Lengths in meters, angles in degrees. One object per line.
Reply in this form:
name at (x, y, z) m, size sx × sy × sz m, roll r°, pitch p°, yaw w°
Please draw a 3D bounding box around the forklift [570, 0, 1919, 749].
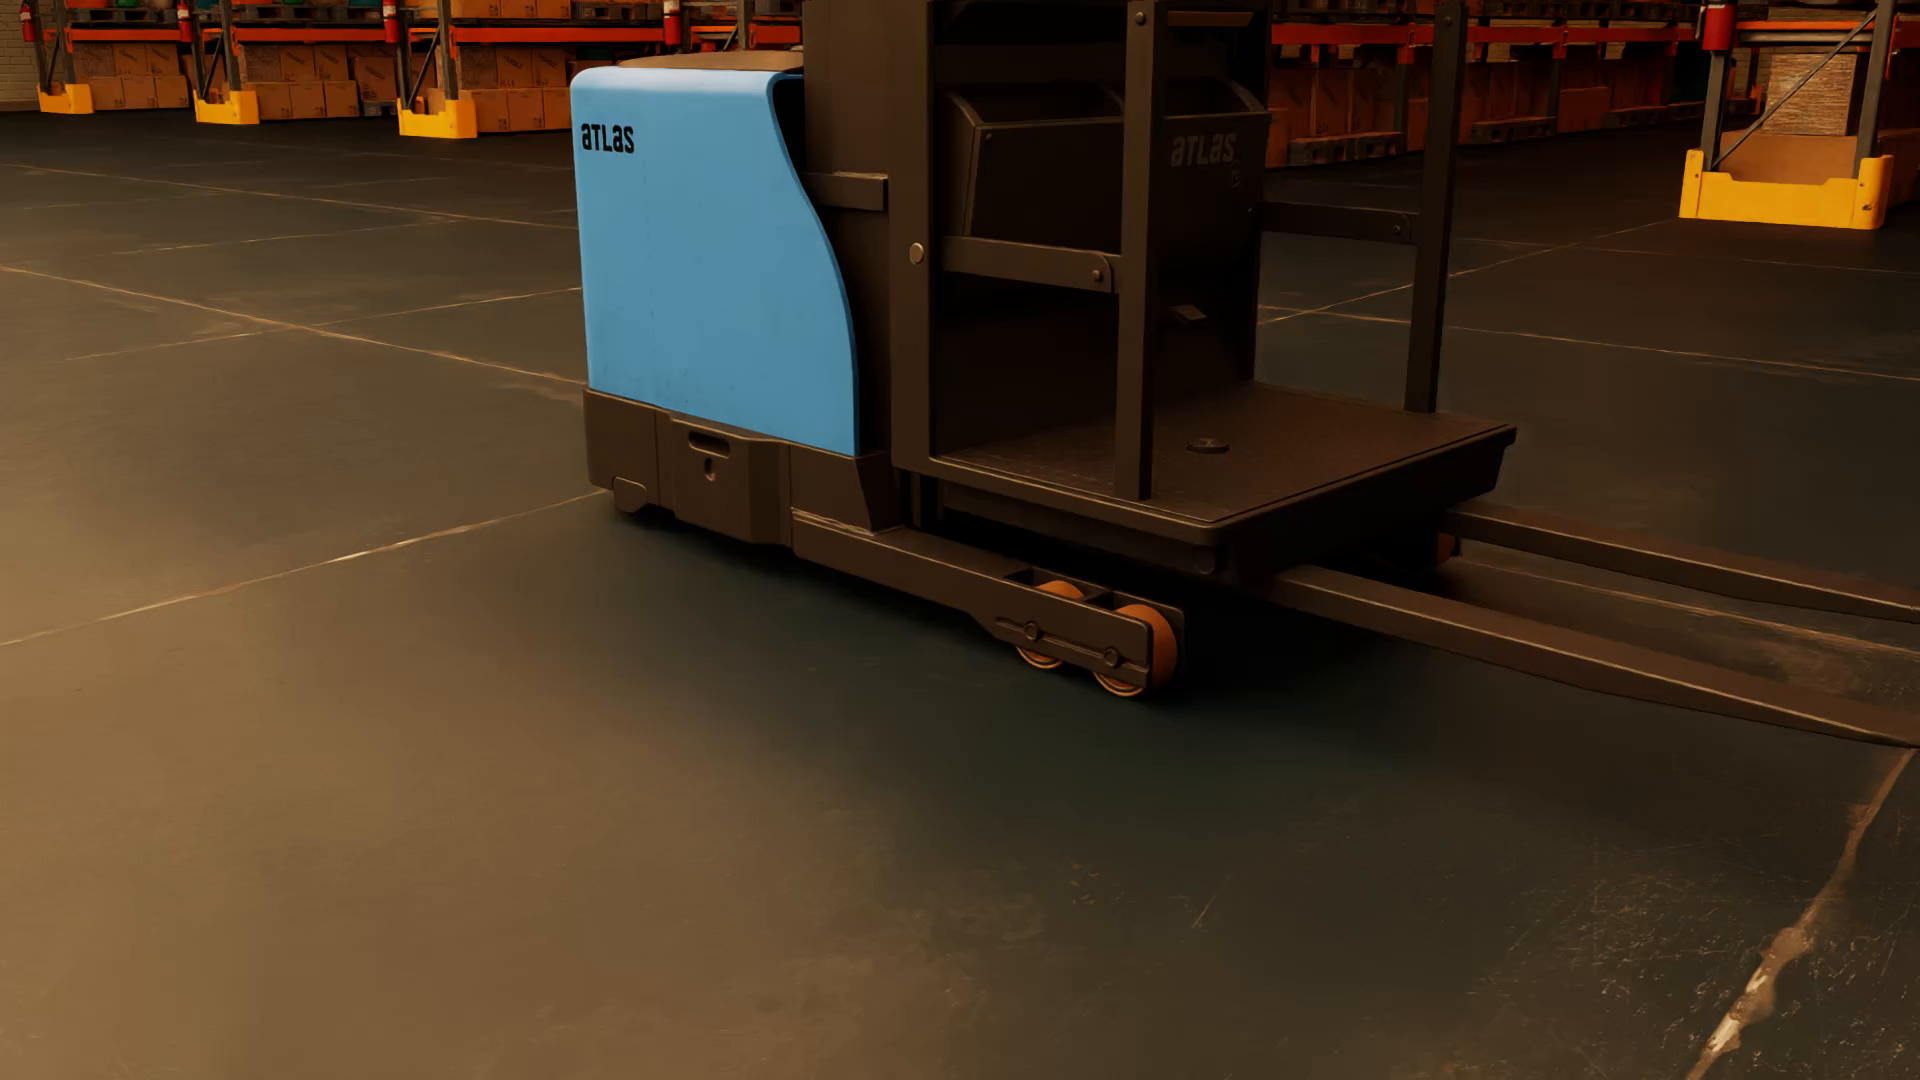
forklift at (0.464, -1.288, 3.140) m, size 3.031 × 2.935 × 1.130 m, roll 16°, pitch 23°, yaw 42°
